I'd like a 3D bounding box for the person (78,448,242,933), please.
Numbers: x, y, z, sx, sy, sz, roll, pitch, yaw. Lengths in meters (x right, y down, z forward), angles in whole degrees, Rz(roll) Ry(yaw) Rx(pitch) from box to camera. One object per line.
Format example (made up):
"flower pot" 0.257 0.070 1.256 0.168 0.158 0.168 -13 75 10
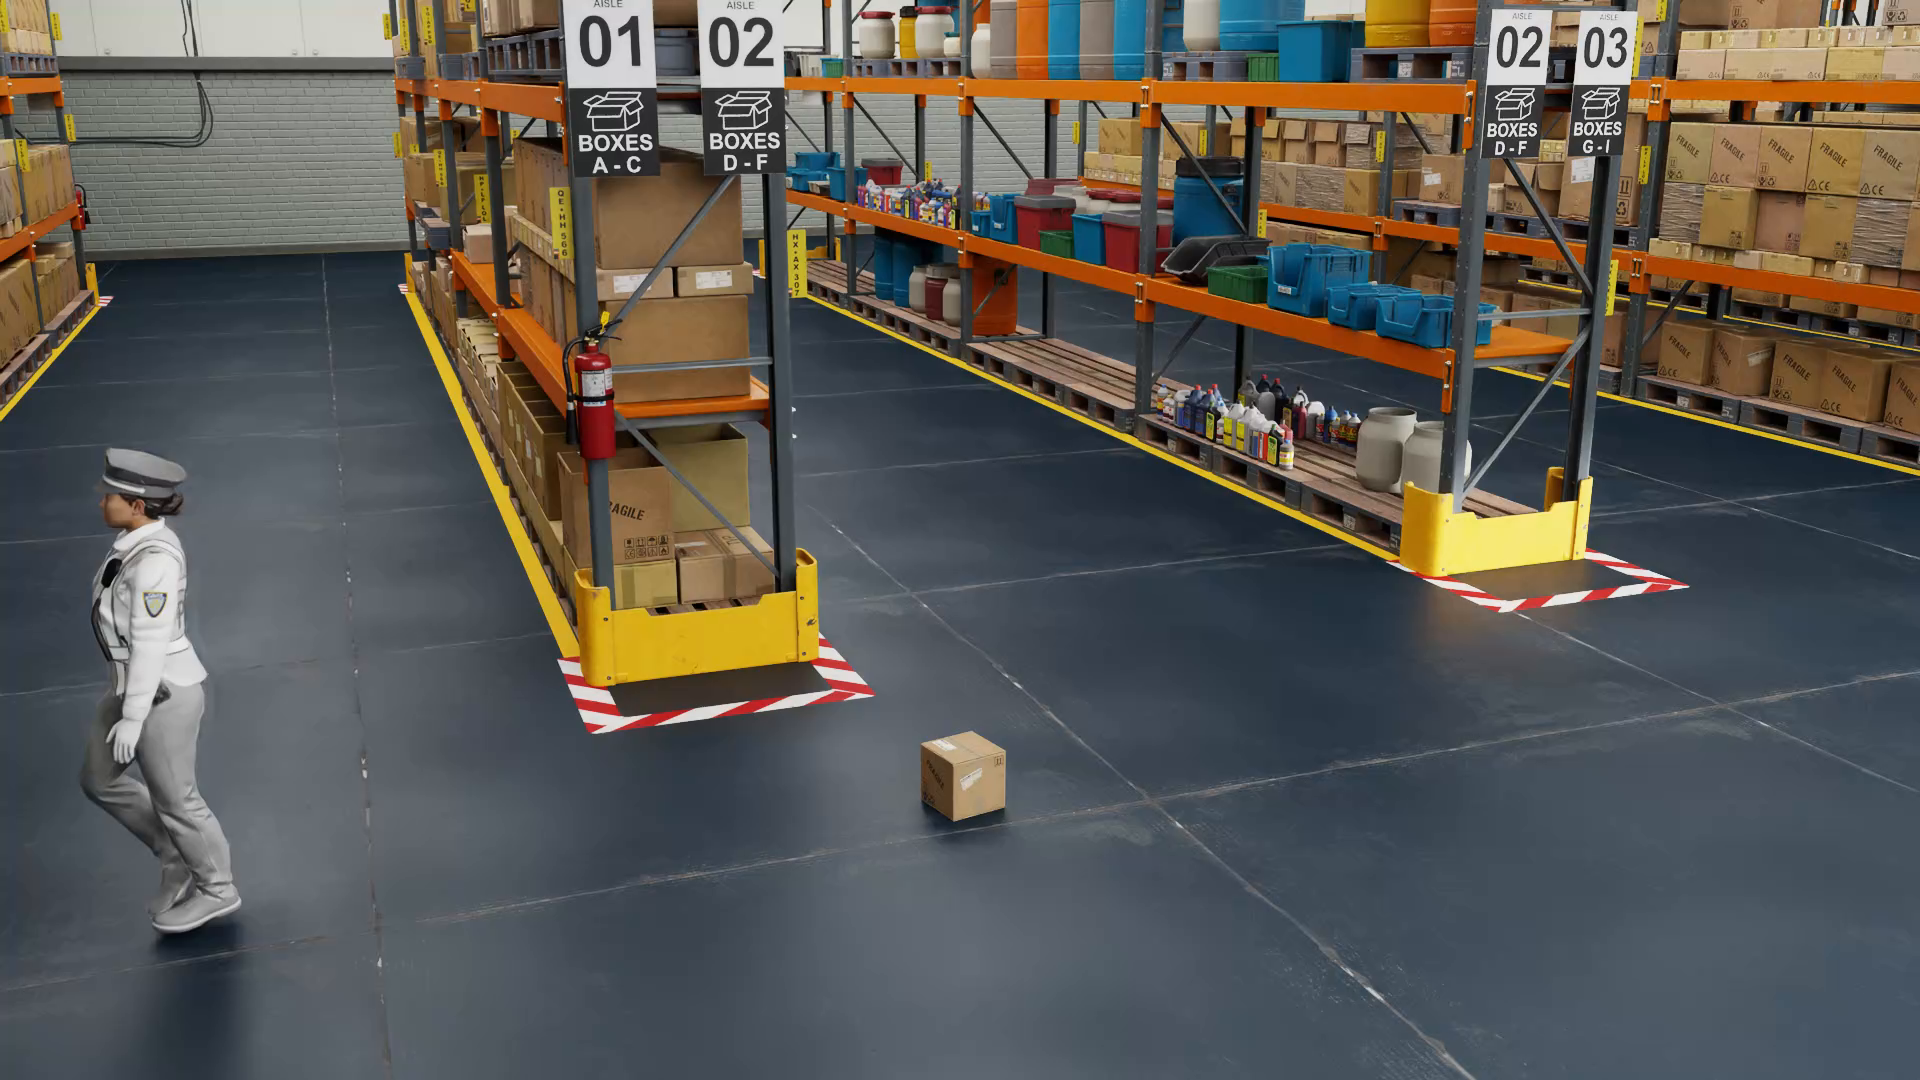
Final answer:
"person" -2.726 0.532 5.544 0.441 1.710 0.495 -9 18 -30
